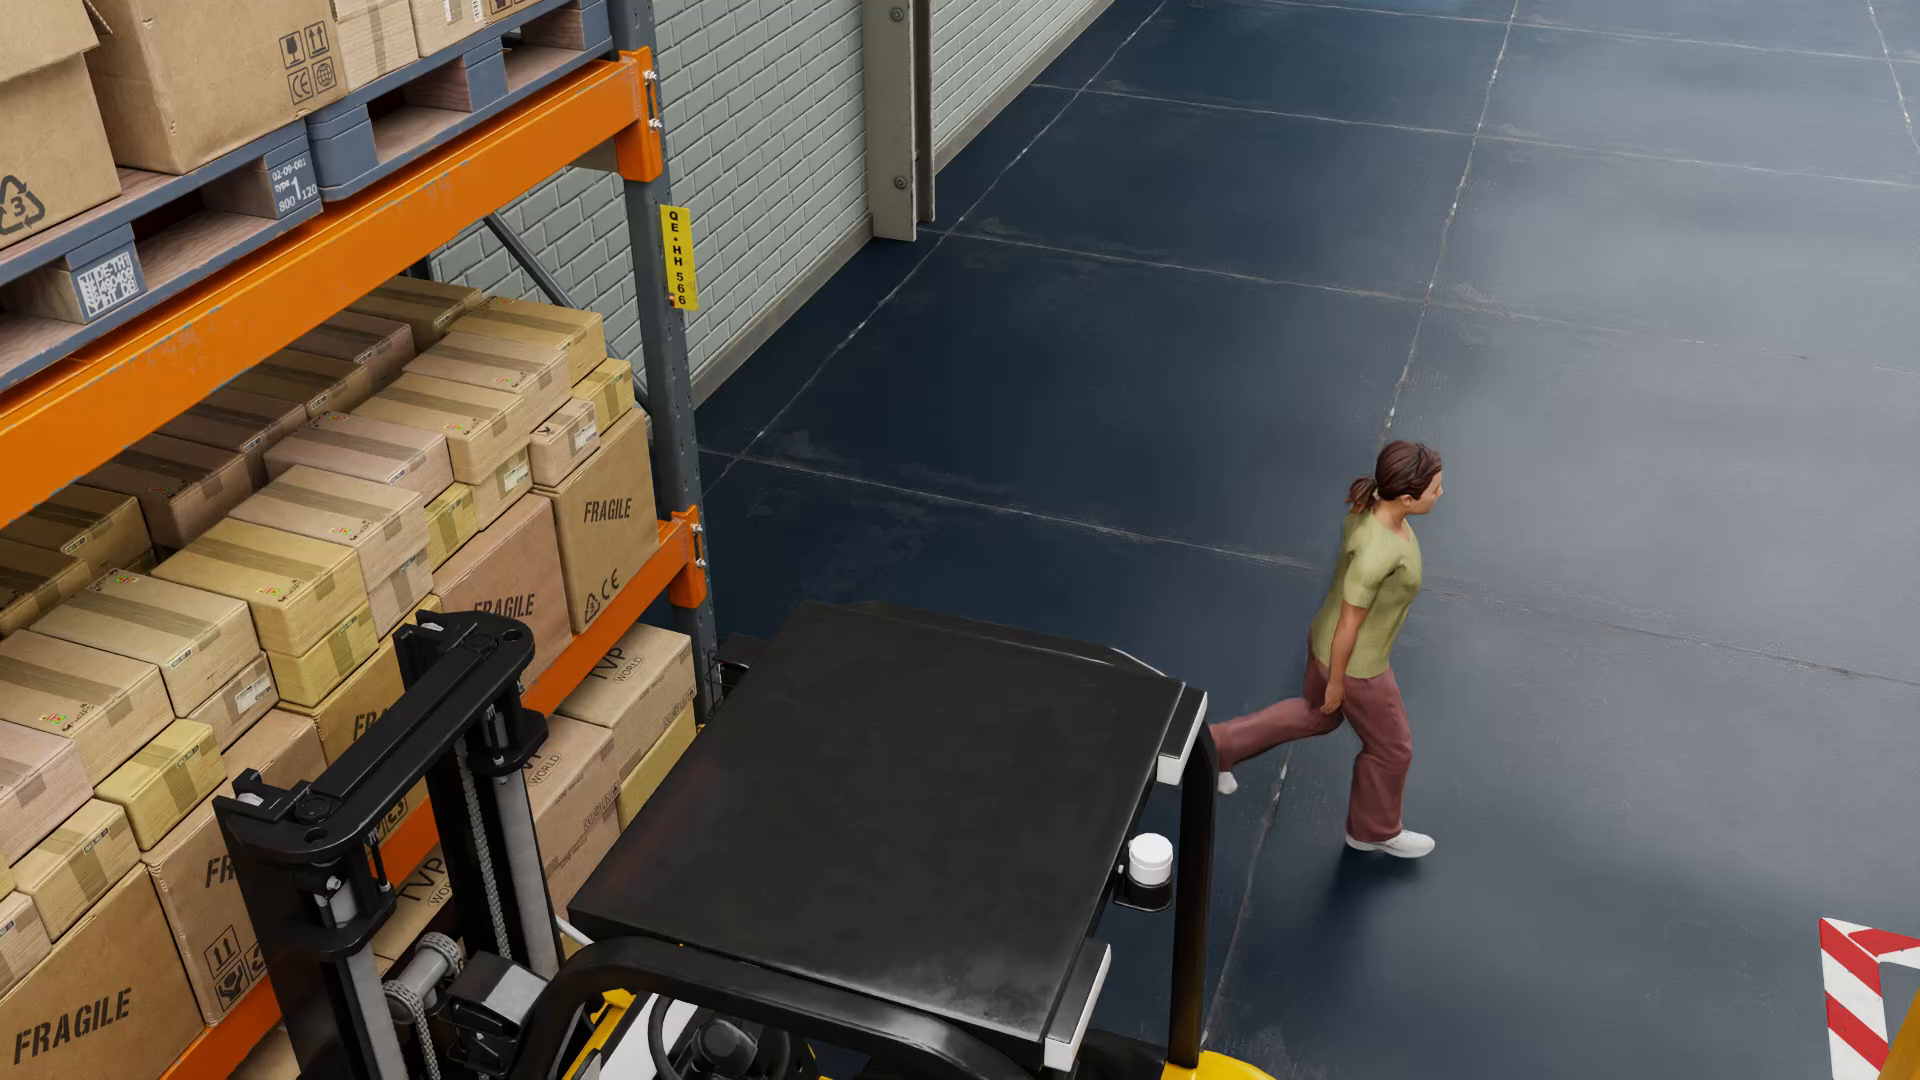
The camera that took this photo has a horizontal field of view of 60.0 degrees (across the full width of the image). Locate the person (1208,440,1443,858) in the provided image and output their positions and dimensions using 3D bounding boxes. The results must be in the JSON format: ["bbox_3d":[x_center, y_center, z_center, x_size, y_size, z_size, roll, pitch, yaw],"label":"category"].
[{"bbox_3d":[1.245,0.356,5.607,0.912,1.633,0.453,5,34,7],"label":"person"}]
